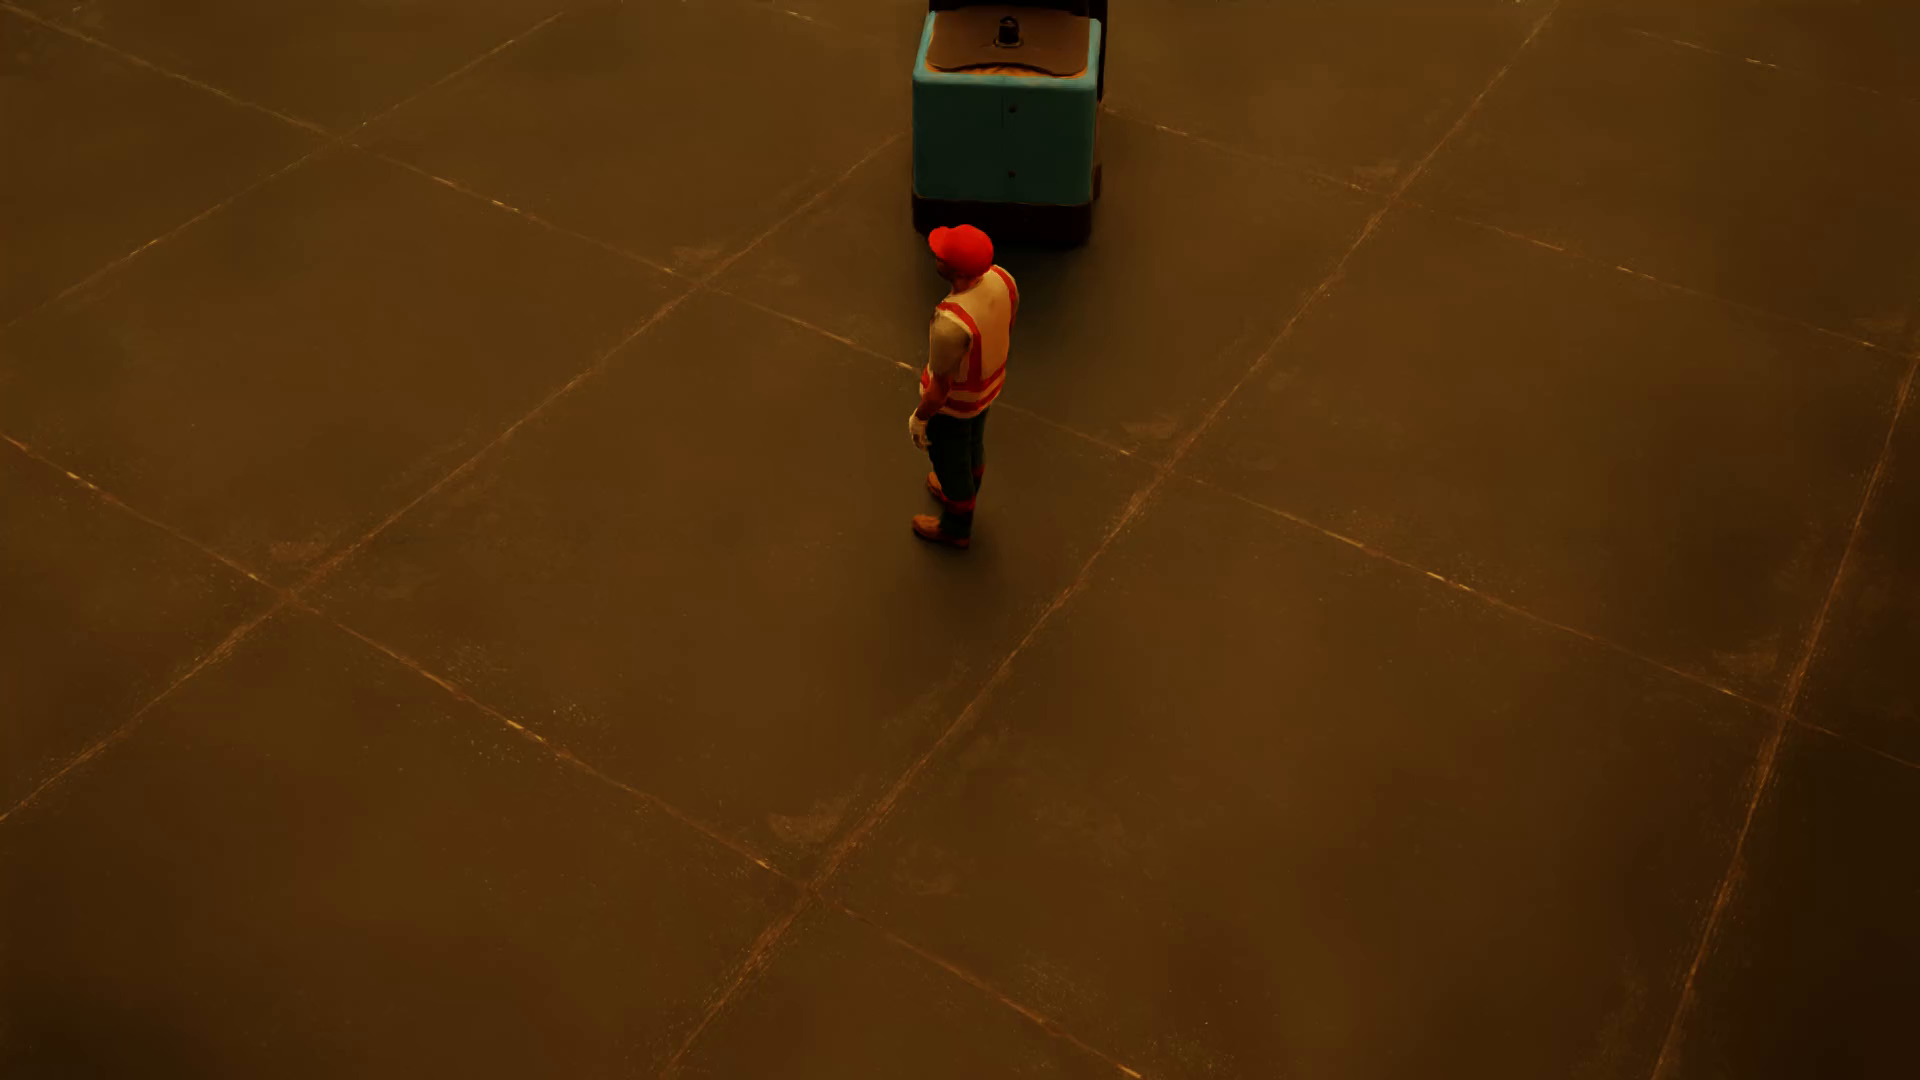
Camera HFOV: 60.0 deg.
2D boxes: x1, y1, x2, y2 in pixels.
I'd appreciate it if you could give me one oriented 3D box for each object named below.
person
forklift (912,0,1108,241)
[{"bbox_3d":[-0.062,-0.690,7.397,0.563,1.787,0.637,24,48,23],"label":"person"},{"bbox_3d":[0.377,-3.820,9.877,1.130,2.935,3.031,4,44,4],"label":"forklift"}]
